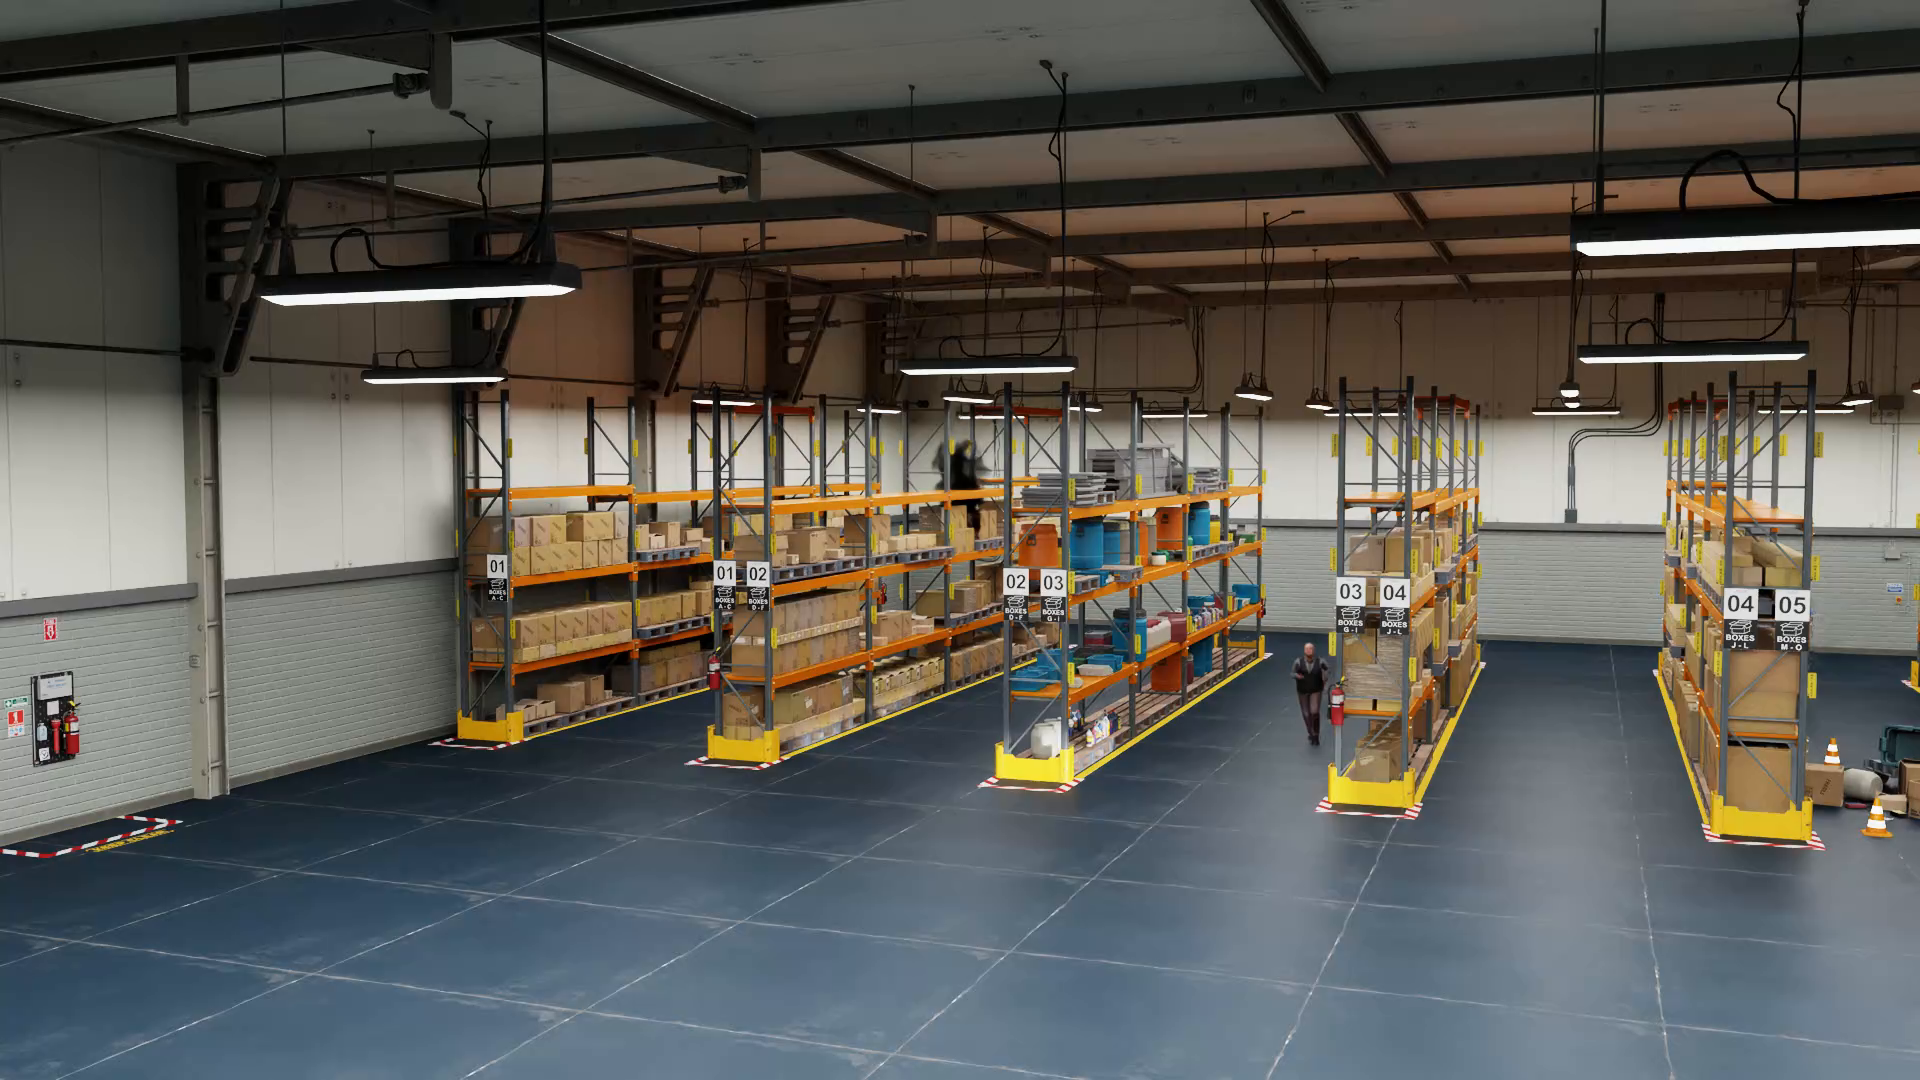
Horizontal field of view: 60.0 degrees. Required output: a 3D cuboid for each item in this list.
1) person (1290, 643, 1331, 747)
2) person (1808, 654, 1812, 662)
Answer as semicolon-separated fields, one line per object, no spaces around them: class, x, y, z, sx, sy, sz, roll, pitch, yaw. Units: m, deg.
person;5.910;2.609;28.100;0.640;1.743;0.777;1;3;22
person;18.804;2.110;37.504;0.920;1.645;0.582;0;3;-2
